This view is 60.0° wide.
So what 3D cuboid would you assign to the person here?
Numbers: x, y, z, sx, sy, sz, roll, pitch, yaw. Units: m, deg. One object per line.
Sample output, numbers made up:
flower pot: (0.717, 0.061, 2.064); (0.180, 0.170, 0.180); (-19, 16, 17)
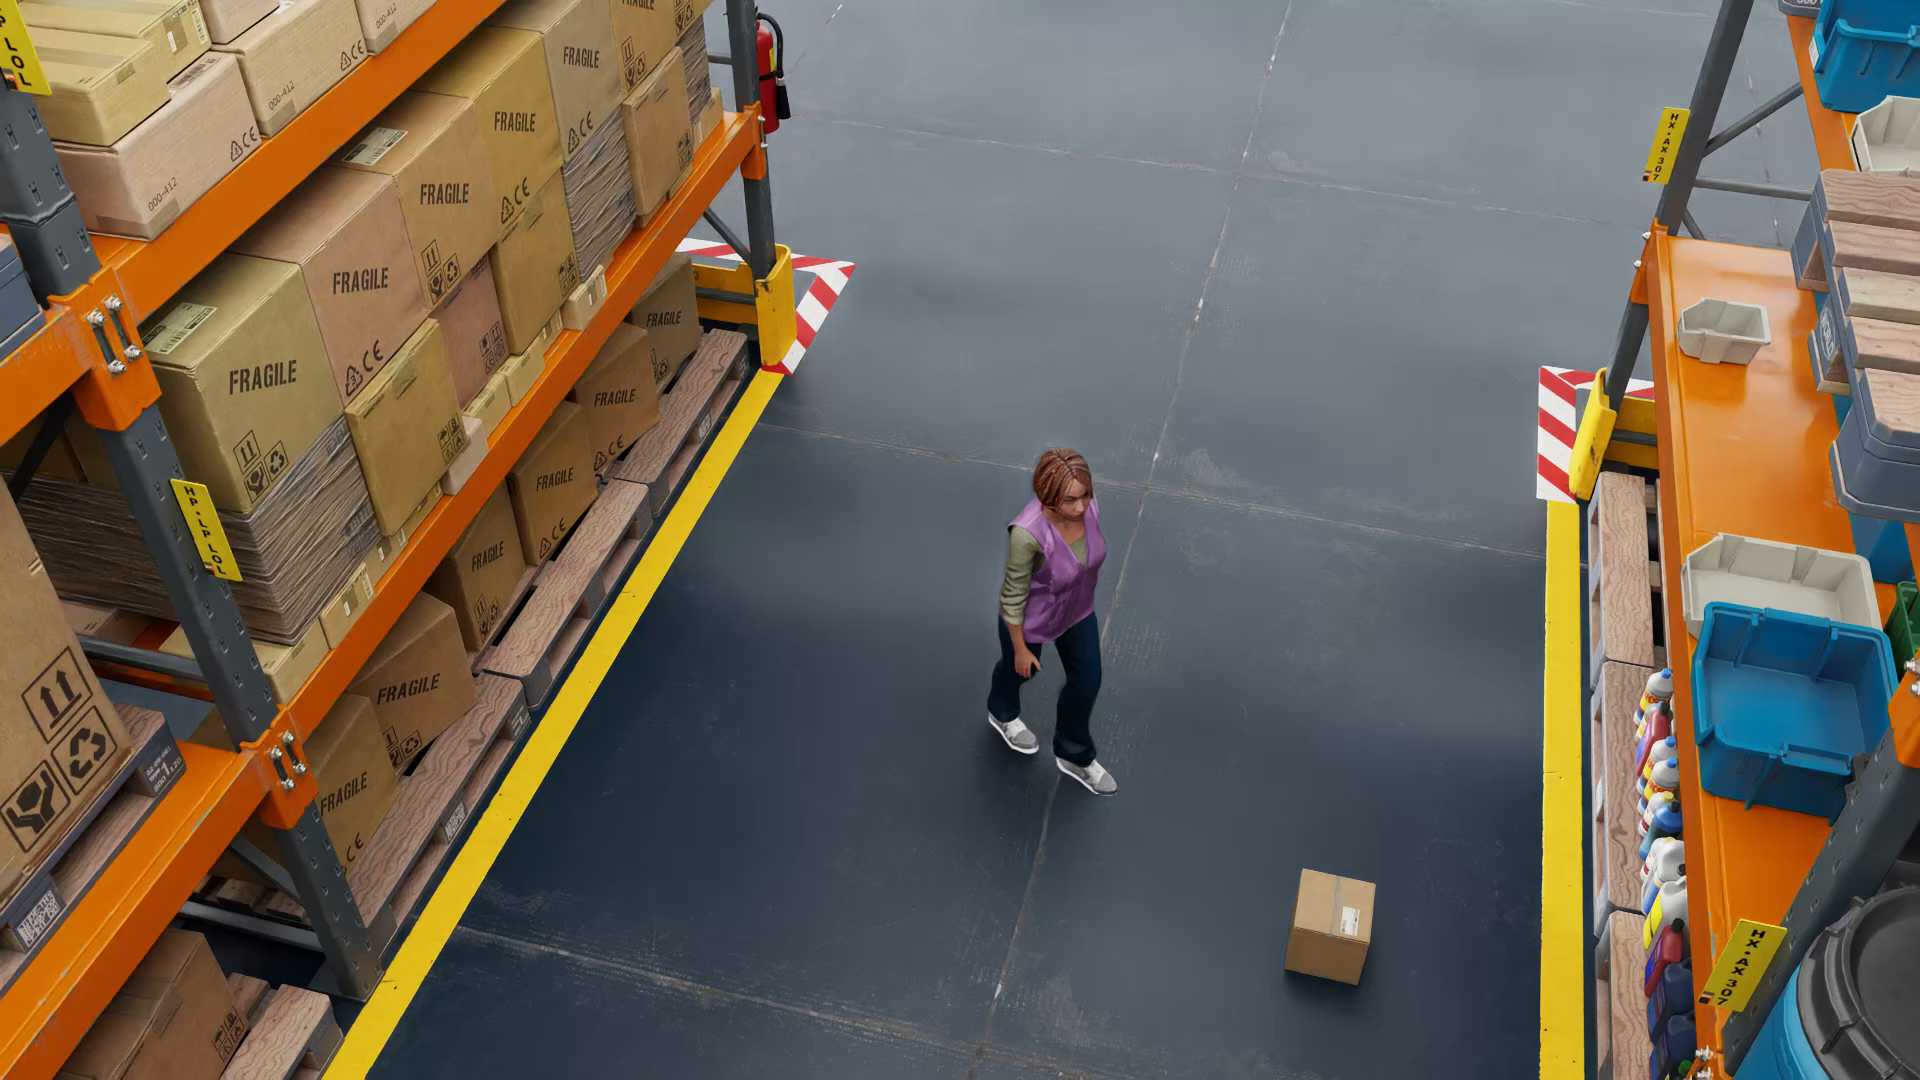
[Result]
person: (0.291, 0.277, 5.868); (0.441, 1.619, 0.575); (-26, 48, -26)
